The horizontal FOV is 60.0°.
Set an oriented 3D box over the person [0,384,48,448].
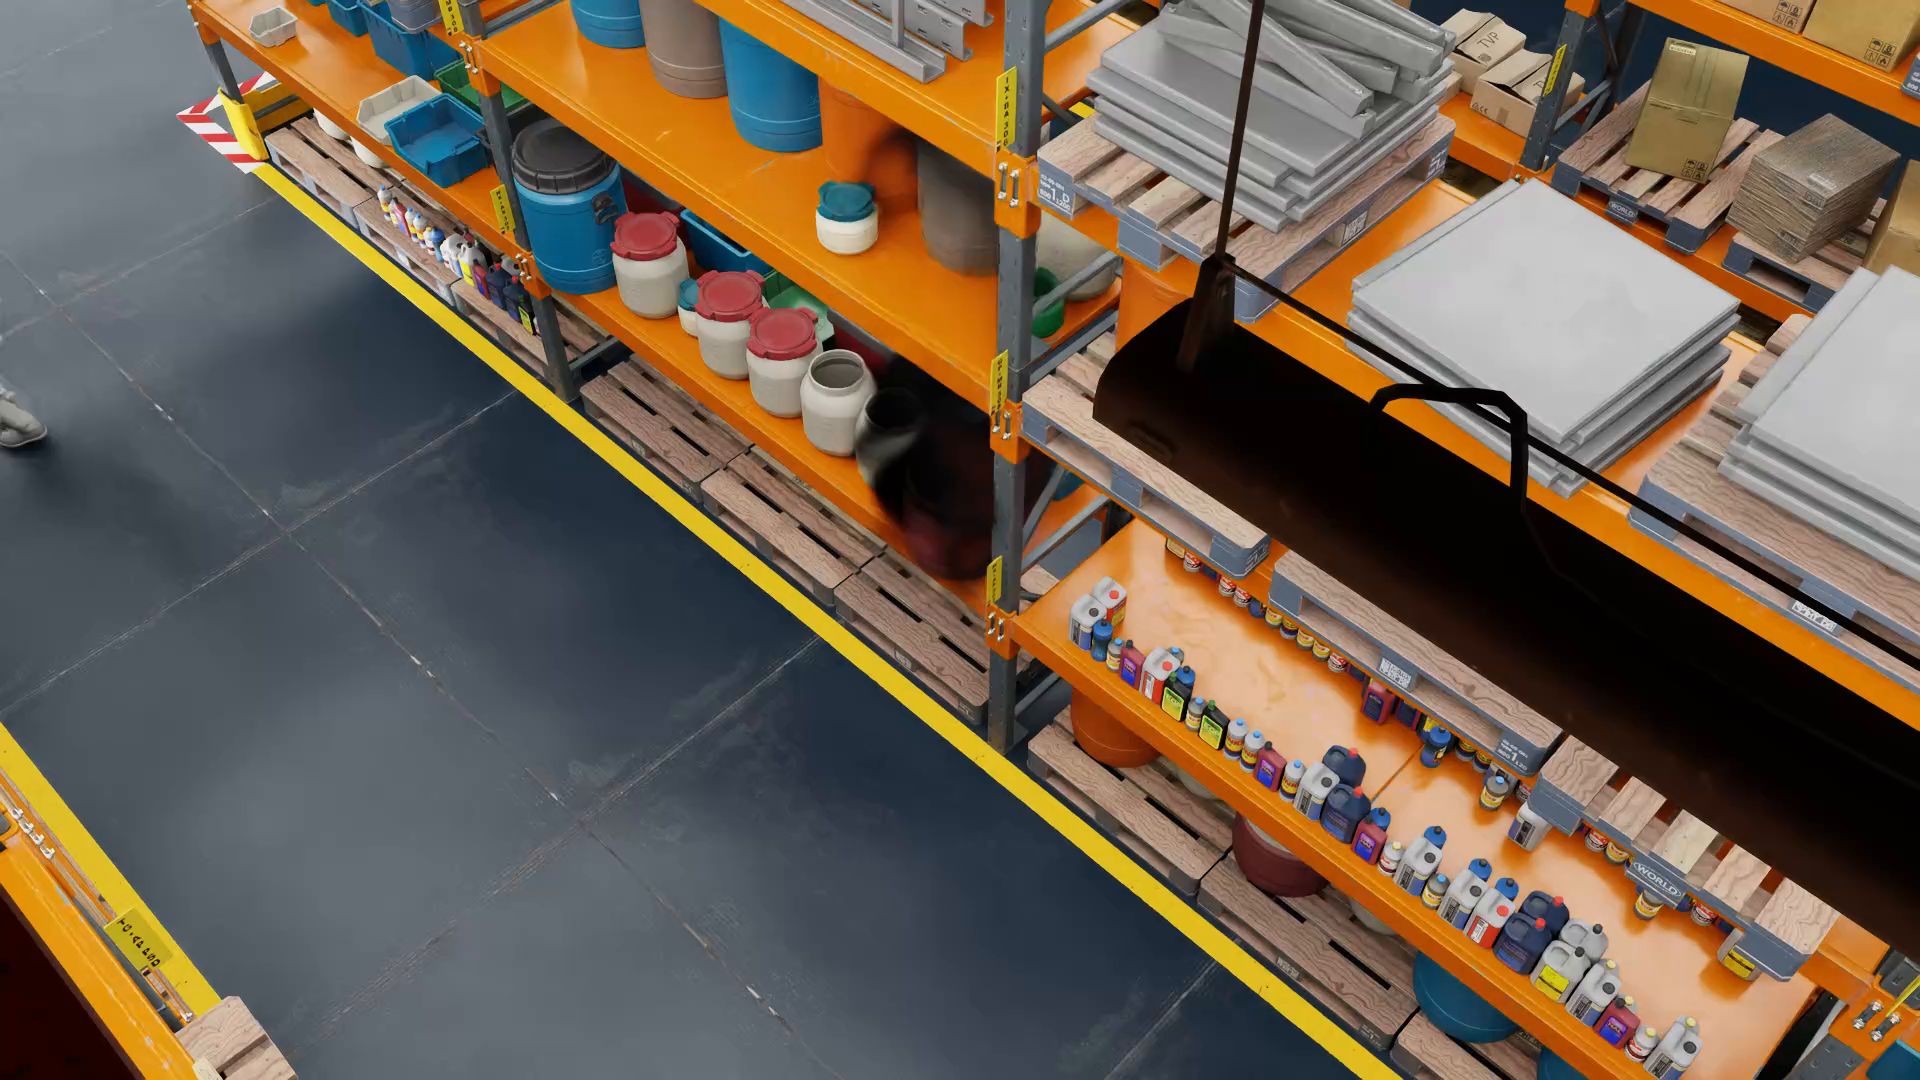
[{"bbox_3d":[-6.429,-1.300,10.442,0.939,1.572,0.699,11,51,9],"label":"person"}]
